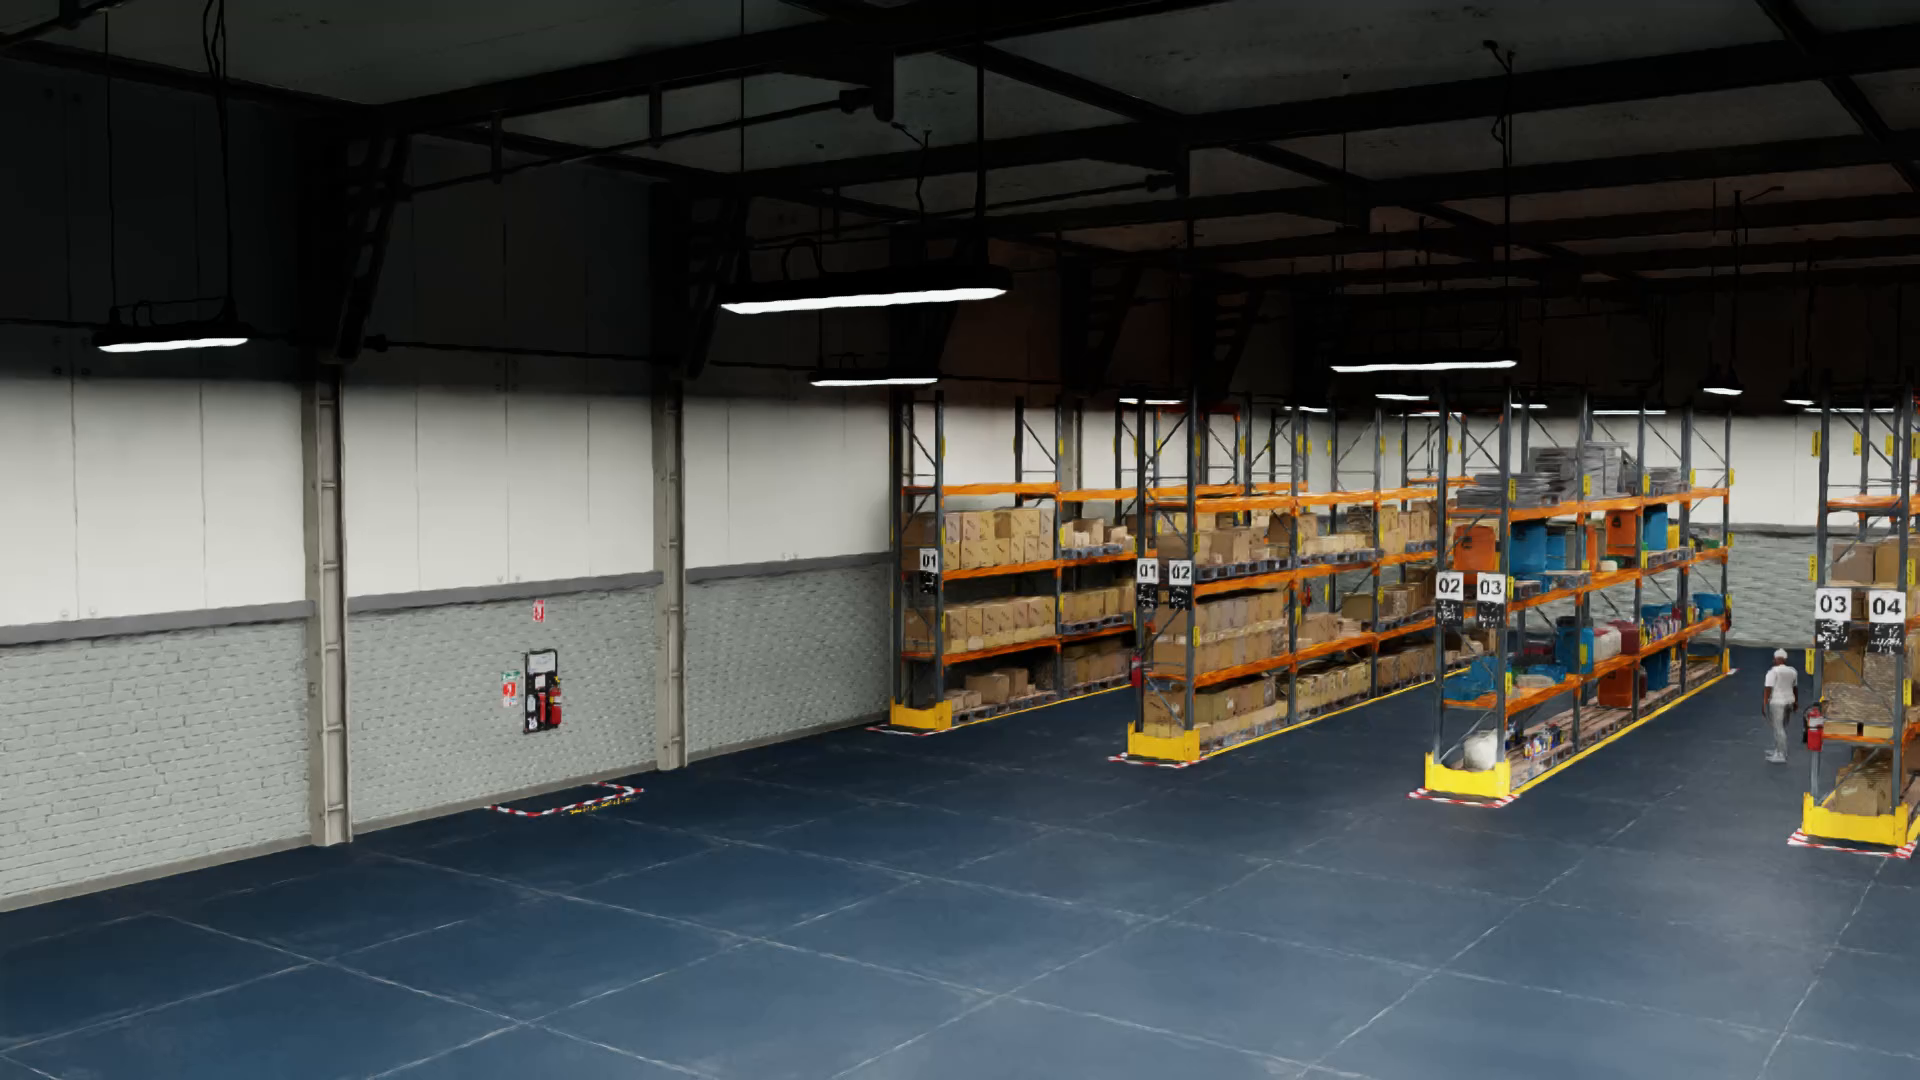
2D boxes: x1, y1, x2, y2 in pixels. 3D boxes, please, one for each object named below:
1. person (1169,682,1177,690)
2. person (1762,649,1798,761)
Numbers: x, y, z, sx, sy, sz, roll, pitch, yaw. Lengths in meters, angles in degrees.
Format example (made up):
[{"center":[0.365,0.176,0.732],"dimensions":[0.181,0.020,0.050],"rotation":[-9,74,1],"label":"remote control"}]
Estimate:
[{"center":[4.185,2.430,31.287],"dimensions":[0.453,1.613,1.019],"rotation":[2,4,34],"label":"person"},{"center":[13.078,2.609,26.564],"dimensions":[0.673,1.763,0.580],"rotation":[-1,3,-22],"label":"person"}]
